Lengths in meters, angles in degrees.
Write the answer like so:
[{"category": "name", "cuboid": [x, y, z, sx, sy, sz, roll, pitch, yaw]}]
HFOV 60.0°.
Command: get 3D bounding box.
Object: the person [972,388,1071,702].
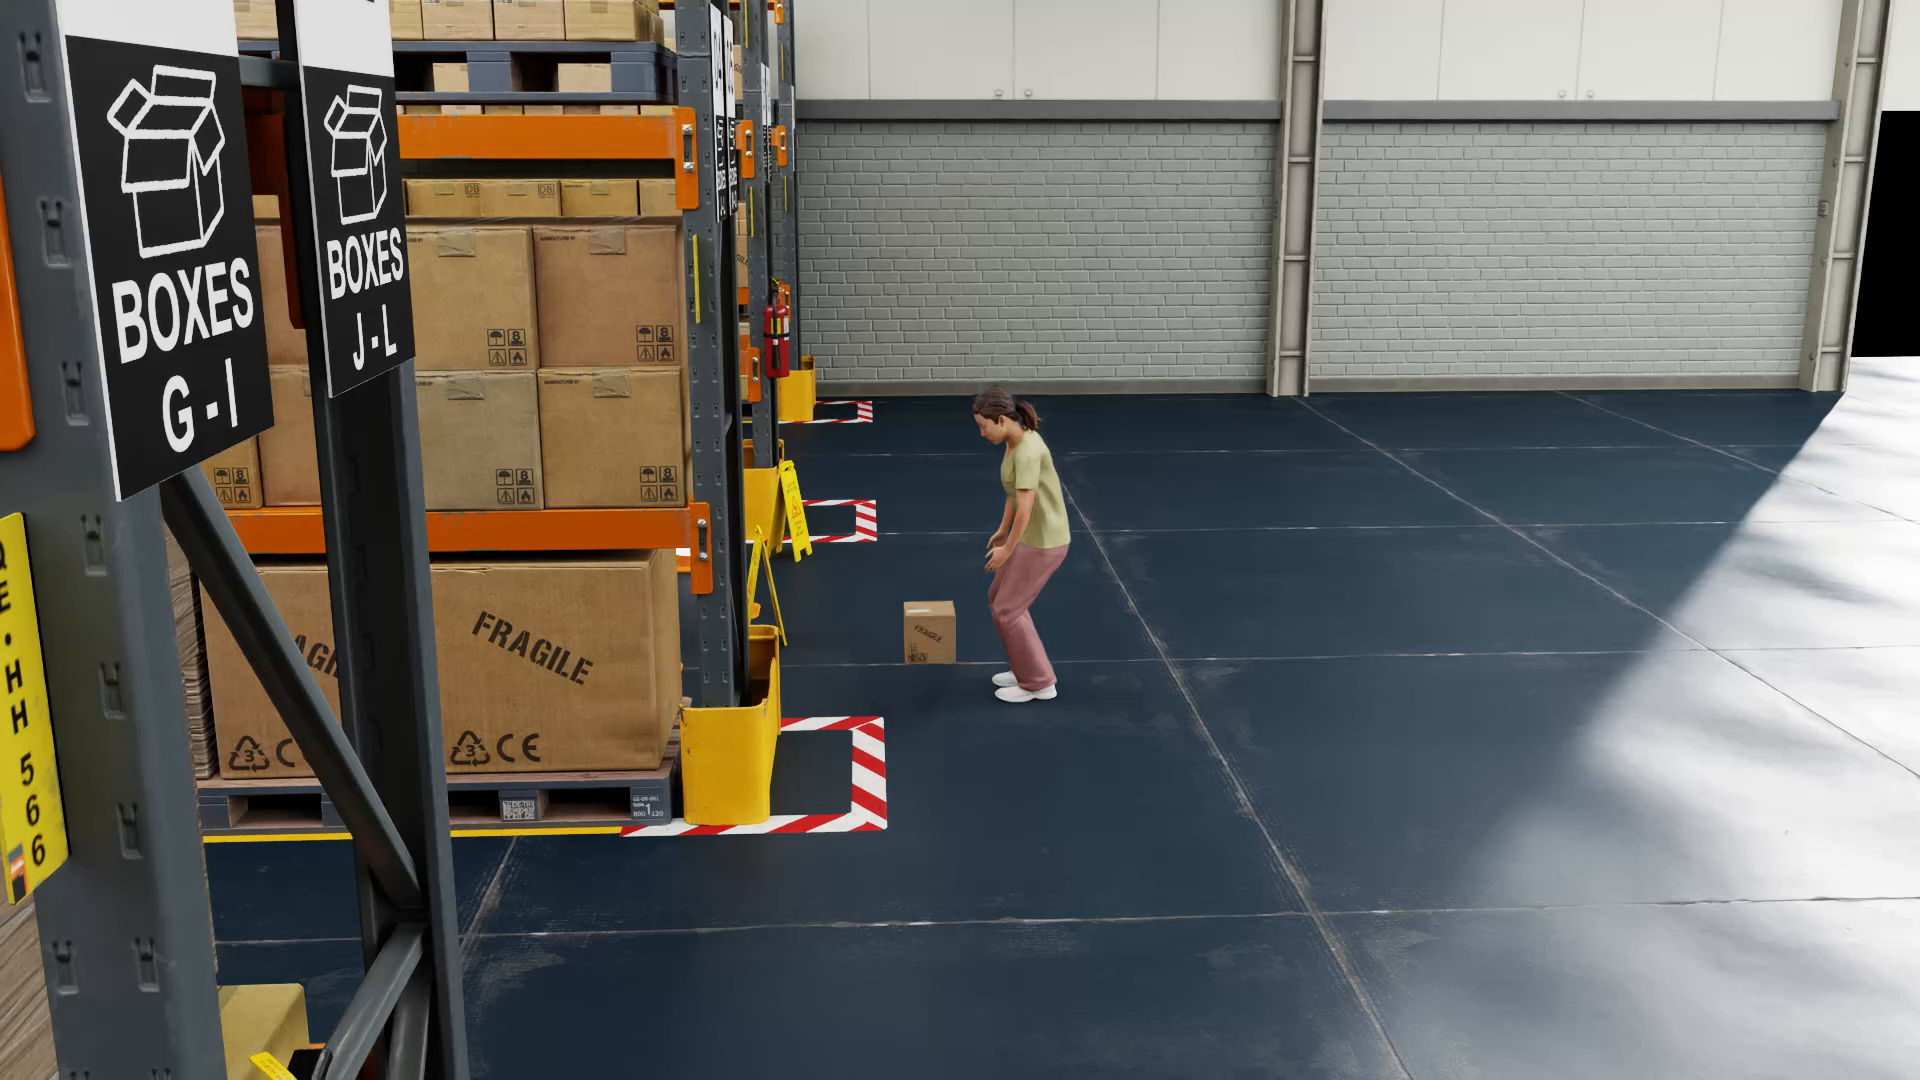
[{"category": "person", "cuboid": [0.300, 0.023, 8.177, 0.489, 1.556, 0.490, -1, 14, -2]}]
